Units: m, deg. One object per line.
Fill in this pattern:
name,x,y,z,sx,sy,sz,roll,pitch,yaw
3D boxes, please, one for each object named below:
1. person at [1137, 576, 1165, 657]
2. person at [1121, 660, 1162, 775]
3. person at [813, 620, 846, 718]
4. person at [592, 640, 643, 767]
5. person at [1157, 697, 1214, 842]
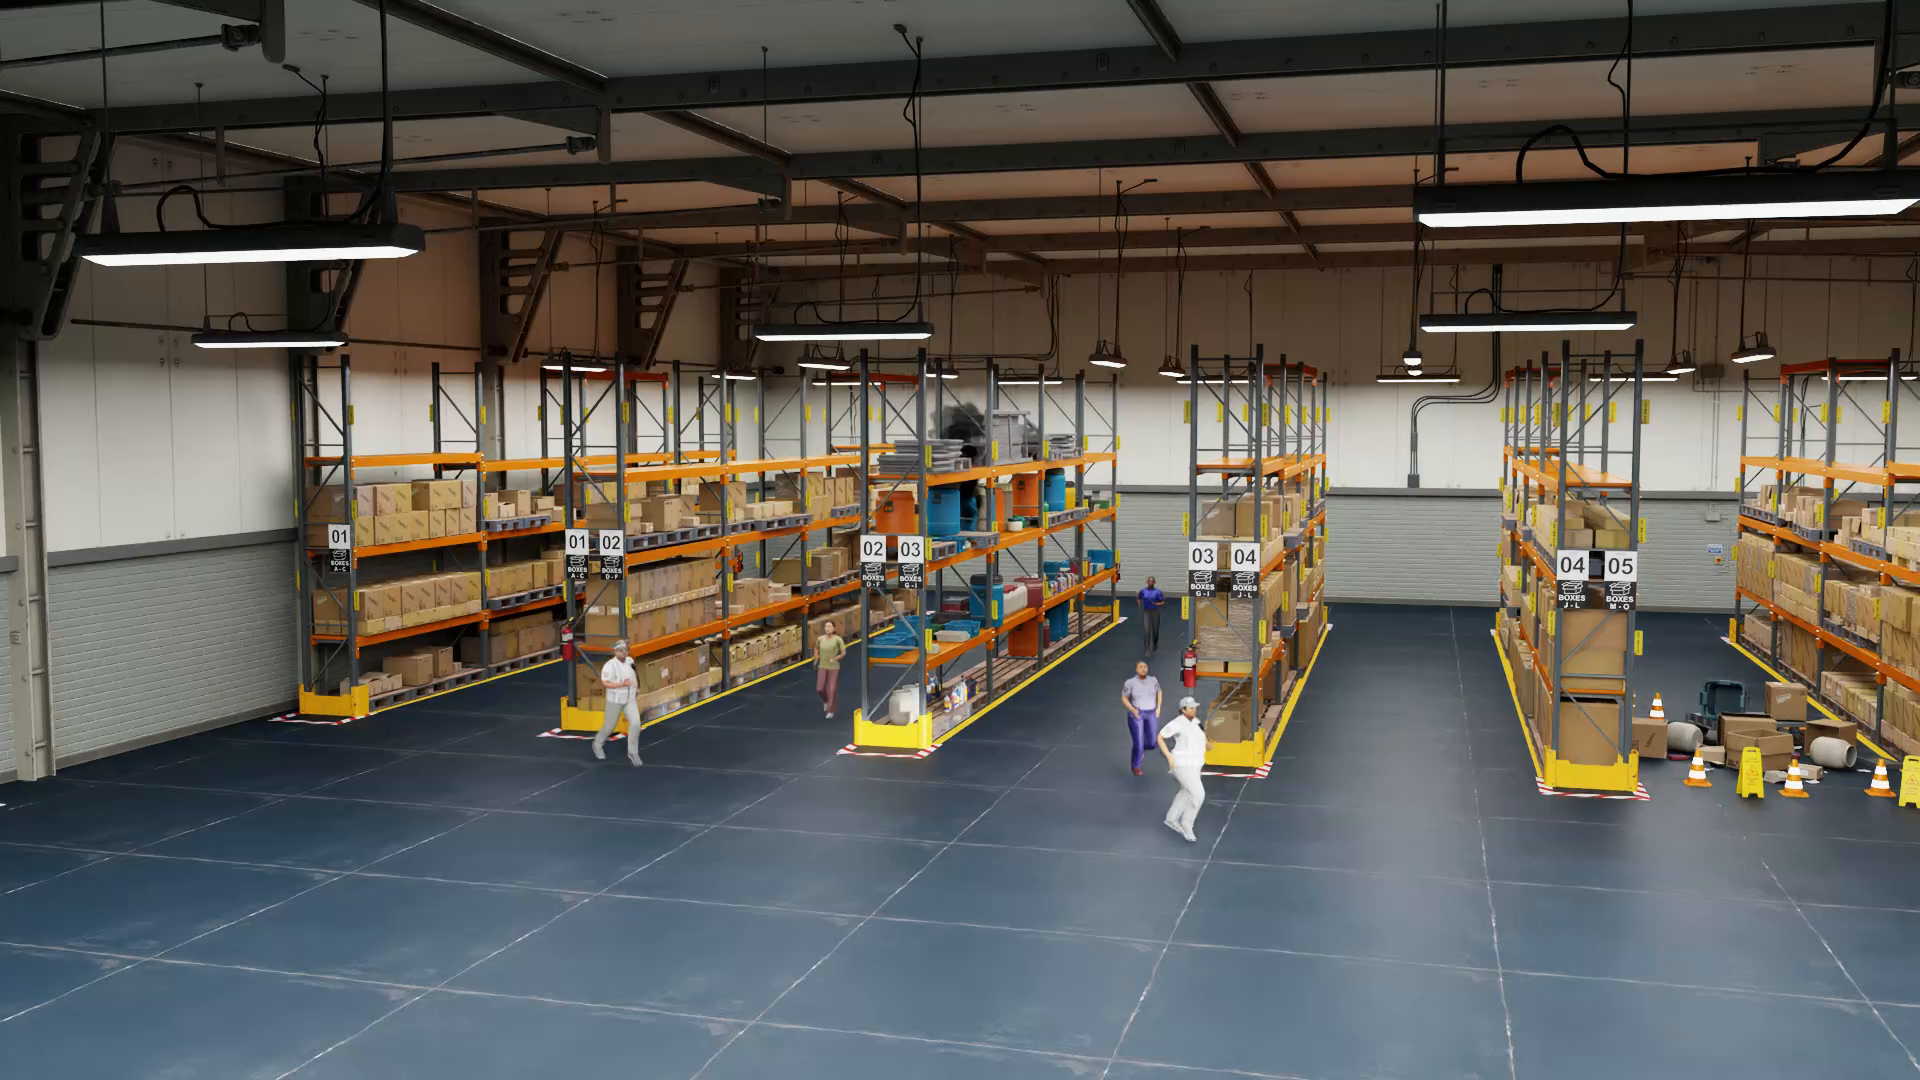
person,3.965,1.569,34.597,0.581,1.635,0.932,1,4,8
person,2.548,2.466,23.198,0.605,1.604,0.597,-1,4,-10
person,-2.170,2.132,27.447,0.581,1.630,0.540,1,4,9
person,-4.909,2.328,23.945,0.673,1.839,0.928,-4,6,-43
person,2.704,2.708,19.679,0.692,1.712,0.574,3,6,39
